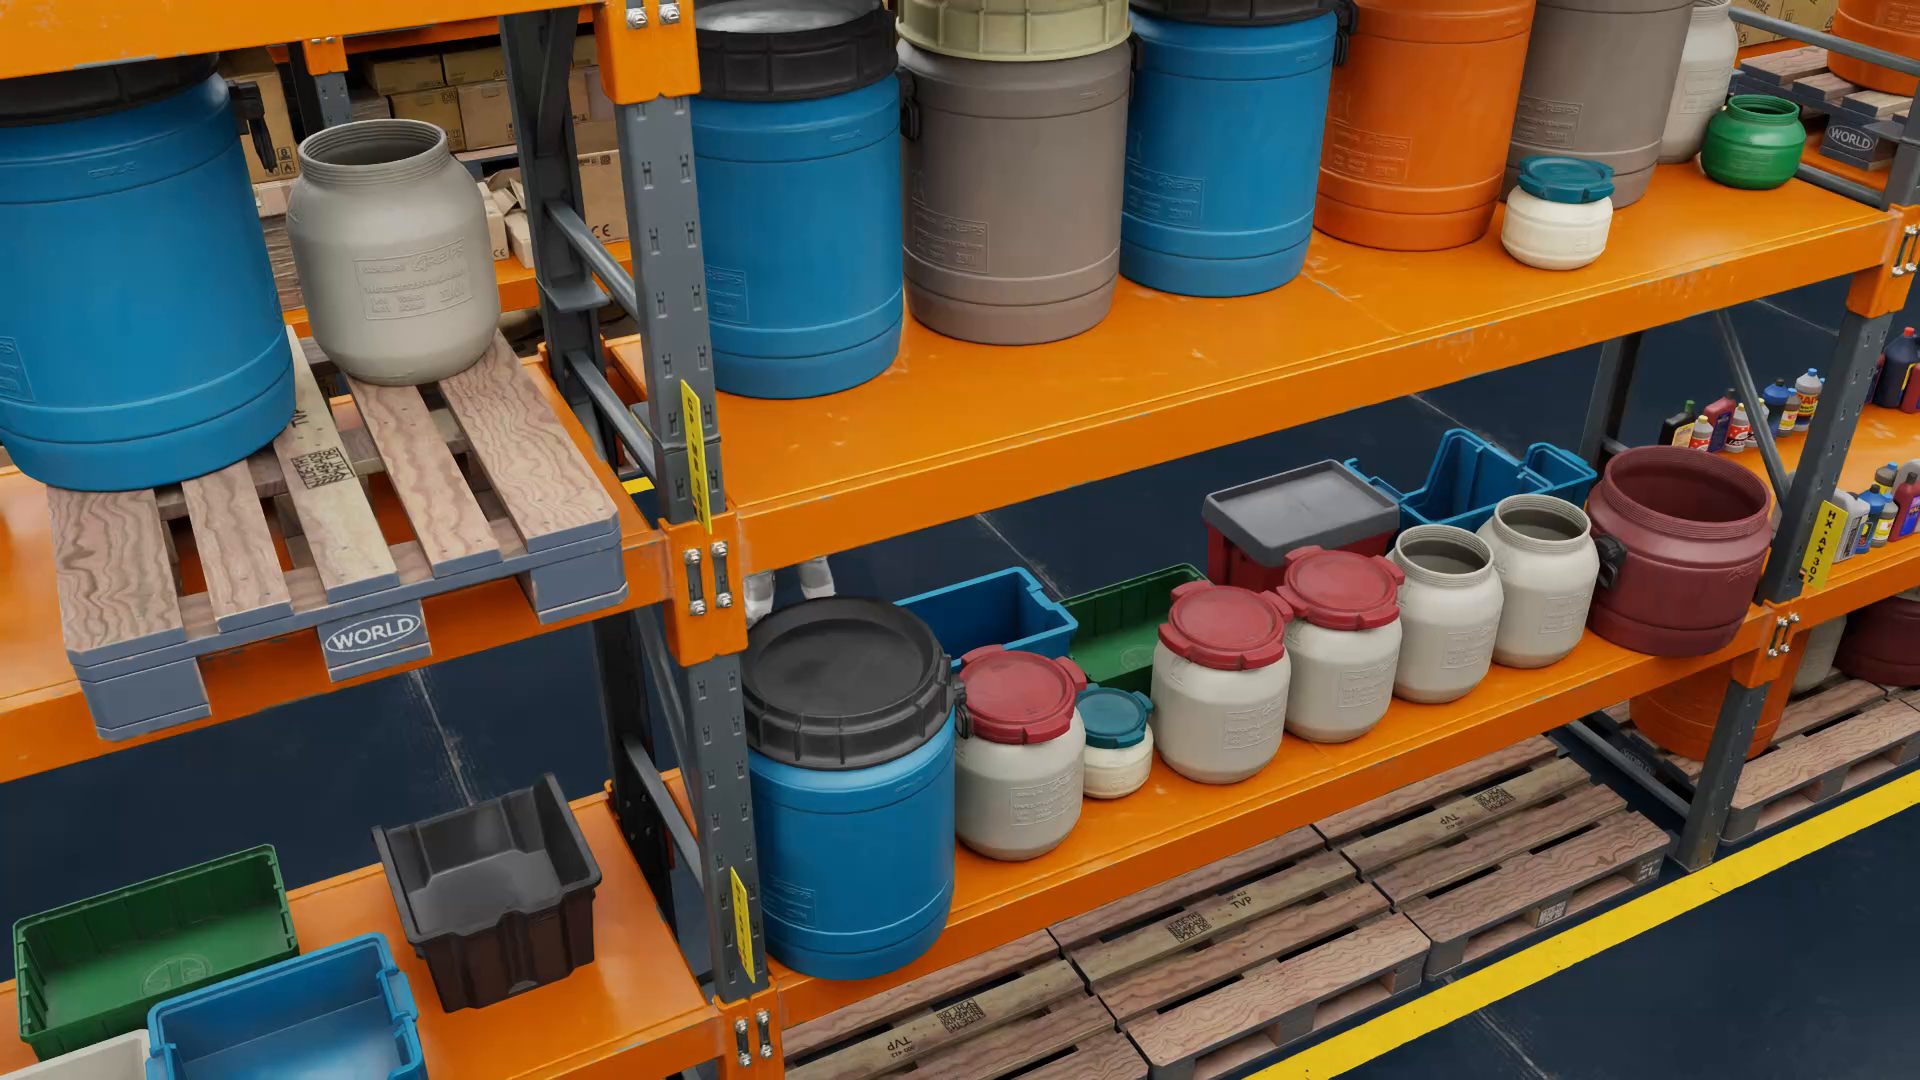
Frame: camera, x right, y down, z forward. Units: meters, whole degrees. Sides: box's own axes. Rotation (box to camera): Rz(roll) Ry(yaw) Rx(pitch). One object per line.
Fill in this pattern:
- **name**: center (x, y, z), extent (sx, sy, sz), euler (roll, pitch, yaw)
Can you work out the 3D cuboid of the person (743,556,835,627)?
- **person**: center (-0.849, -0.265, 7.528), extent (0.528, 1.797, 0.565), euler (17, 37, 25)
